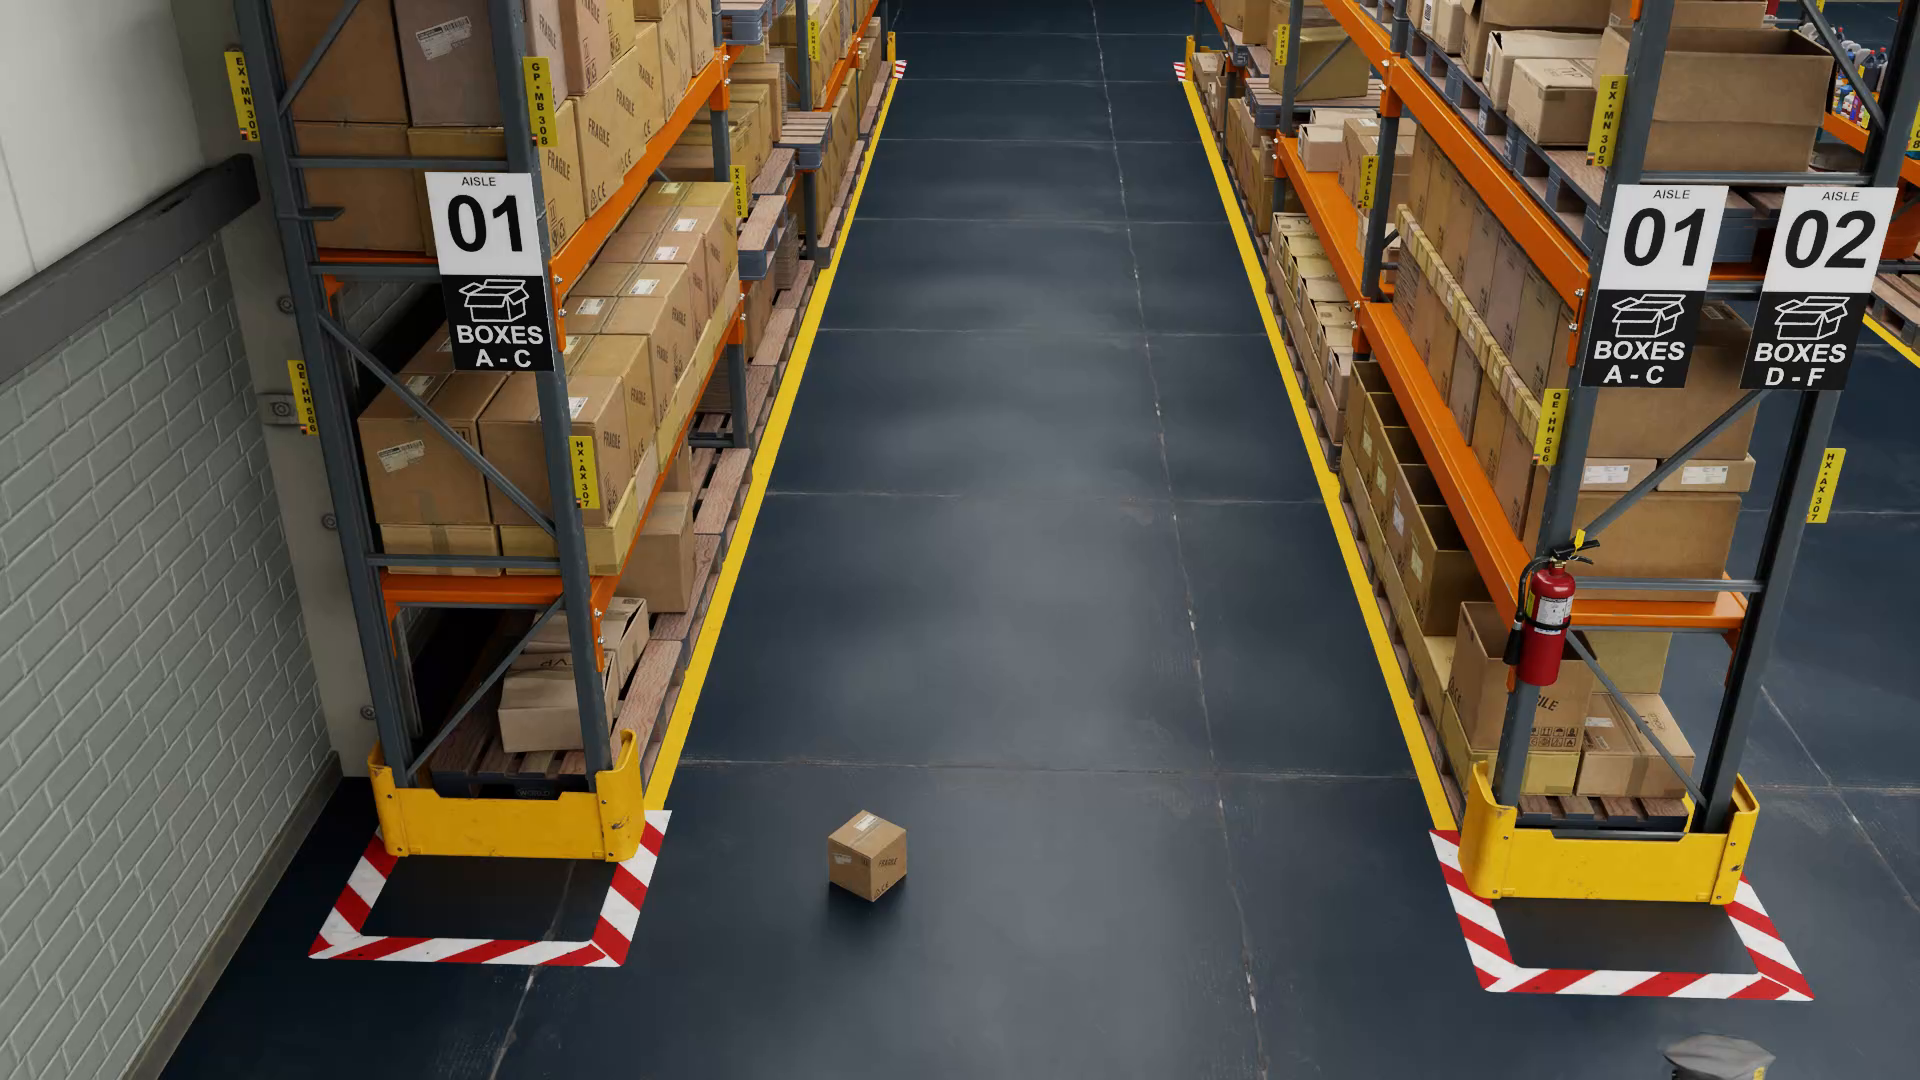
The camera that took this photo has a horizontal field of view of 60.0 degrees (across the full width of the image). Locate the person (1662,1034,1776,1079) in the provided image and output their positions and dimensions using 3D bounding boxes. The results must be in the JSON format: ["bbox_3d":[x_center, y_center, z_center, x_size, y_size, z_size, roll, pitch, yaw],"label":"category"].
[{"bbox_3d":[2.020,1.678,4.479,0.379,0.810,0.347,-21,35,-34],"label":"person"}]
